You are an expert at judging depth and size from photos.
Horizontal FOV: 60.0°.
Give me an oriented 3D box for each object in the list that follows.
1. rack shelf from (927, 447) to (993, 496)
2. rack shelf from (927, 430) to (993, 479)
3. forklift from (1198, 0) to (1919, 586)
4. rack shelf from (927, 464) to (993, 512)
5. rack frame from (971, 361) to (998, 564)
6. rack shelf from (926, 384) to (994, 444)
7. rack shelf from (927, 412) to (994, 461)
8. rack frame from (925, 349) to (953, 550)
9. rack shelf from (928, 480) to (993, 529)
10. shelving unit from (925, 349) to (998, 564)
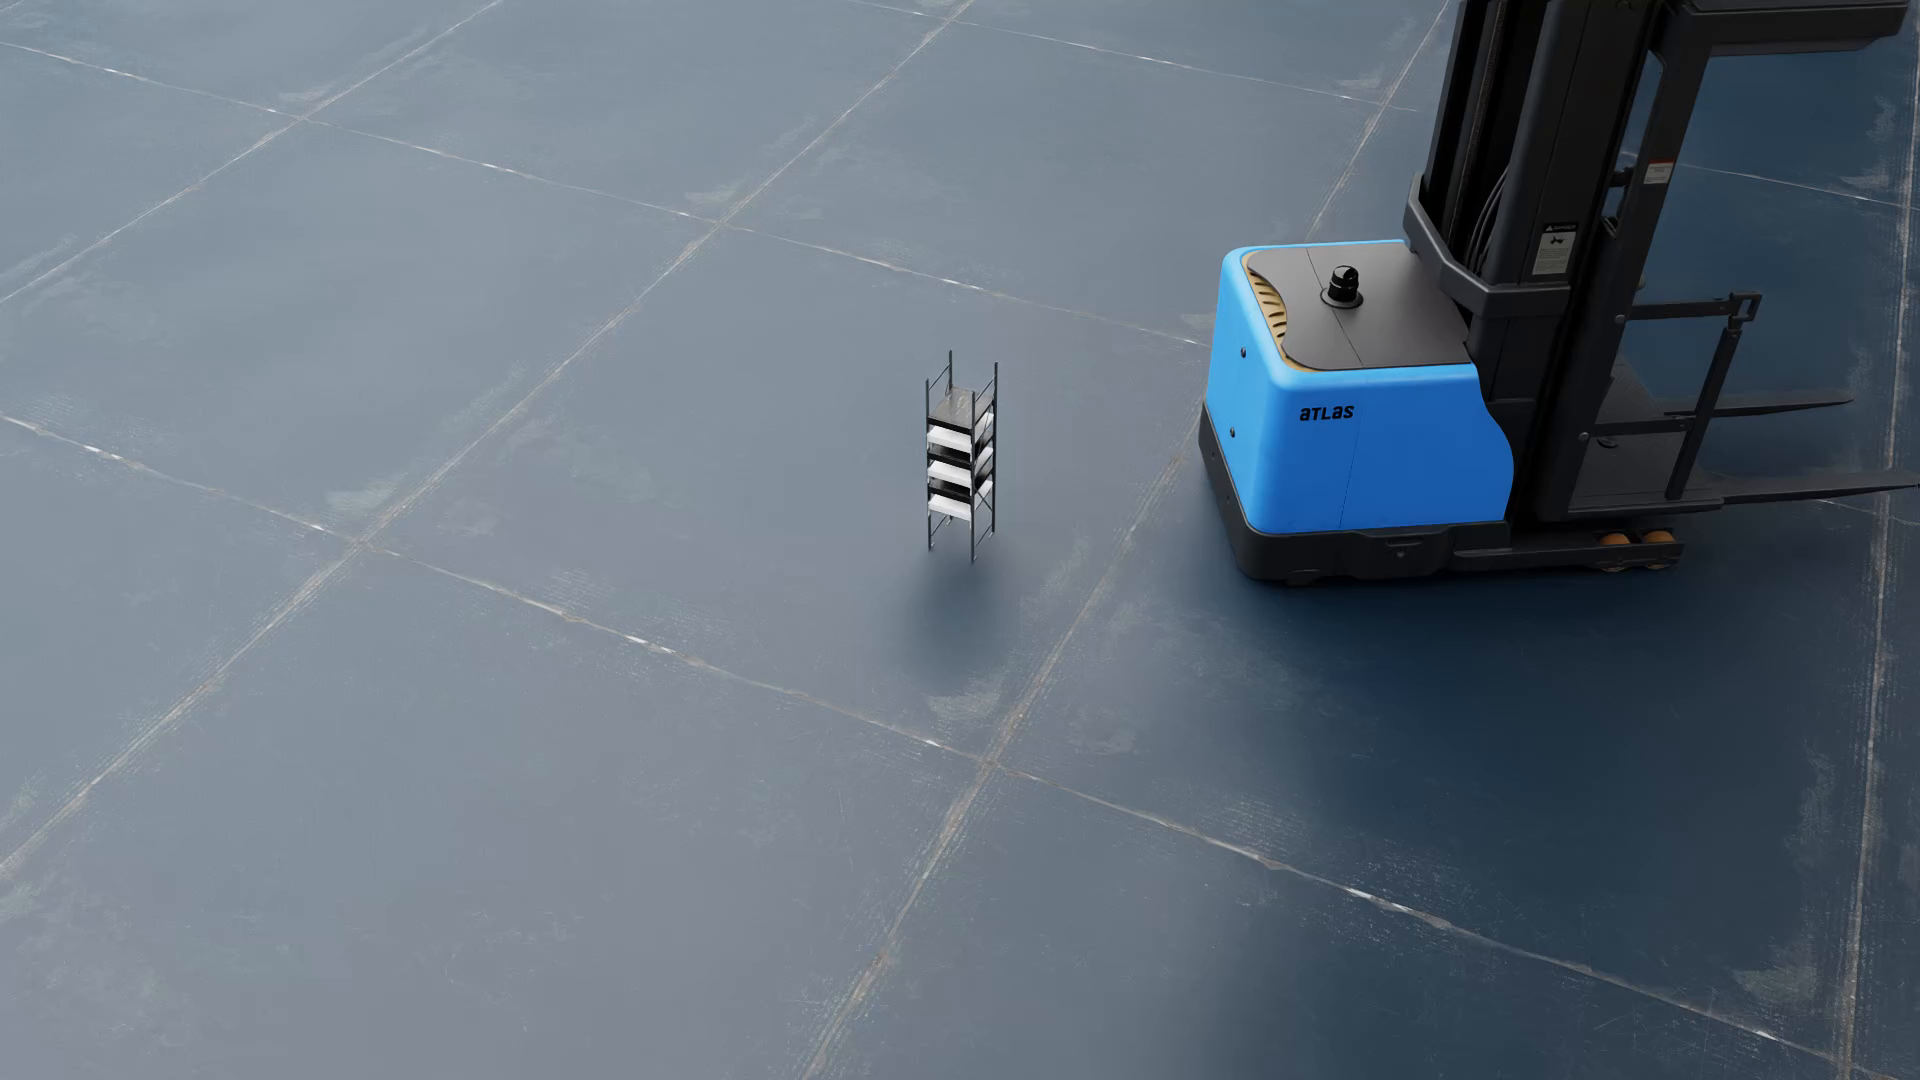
[{"bbox_3d":[0.007,-0.313,6.974,0.200,0.077,0.258,17,44,19],"label":"rack shelf"},{"bbox_3d":[0.007,-0.381,6.916,0.200,0.077,0.258,17,44,19],"label":"rack shelf"},{"bbox_3d":[2.645,-1.315,6.529,3.031,2.935,1.130,-4,41,-4],"label":"forklift"},{"bbox_3d":[0.007,-0.245,7.033,0.200,0.077,0.258,17,44,19],"label":"rack shelf"},{"bbox_3d":[0.099,-0.310,6.920,0.006,0.900,0.240,17,44,19],"label":"rack frame"},{"bbox_3d":[0.007,-0.517,6.798,0.200,0.077,0.258,17,44,19],"label":"rack shelf"},{"bbox_3d":[0.007,-0.449,6.857,0.200,0.077,0.258,17,44,19],"label":"rack shelf"},{"bbox_3d":[-0.085,-0.366,6.985,0.006,0.900,0.240,17,44,19],"label":"rack frame"},{"bbox_3d":[0.007,-0.177,7.092,0.200,0.077,0.258,17,44,19],"label":"rack shelf"},{"bbox_3d":[0.007,-0.338,6.953,0.210,0.900,0.258,17,44,19],"label":"shelving unit"}]
